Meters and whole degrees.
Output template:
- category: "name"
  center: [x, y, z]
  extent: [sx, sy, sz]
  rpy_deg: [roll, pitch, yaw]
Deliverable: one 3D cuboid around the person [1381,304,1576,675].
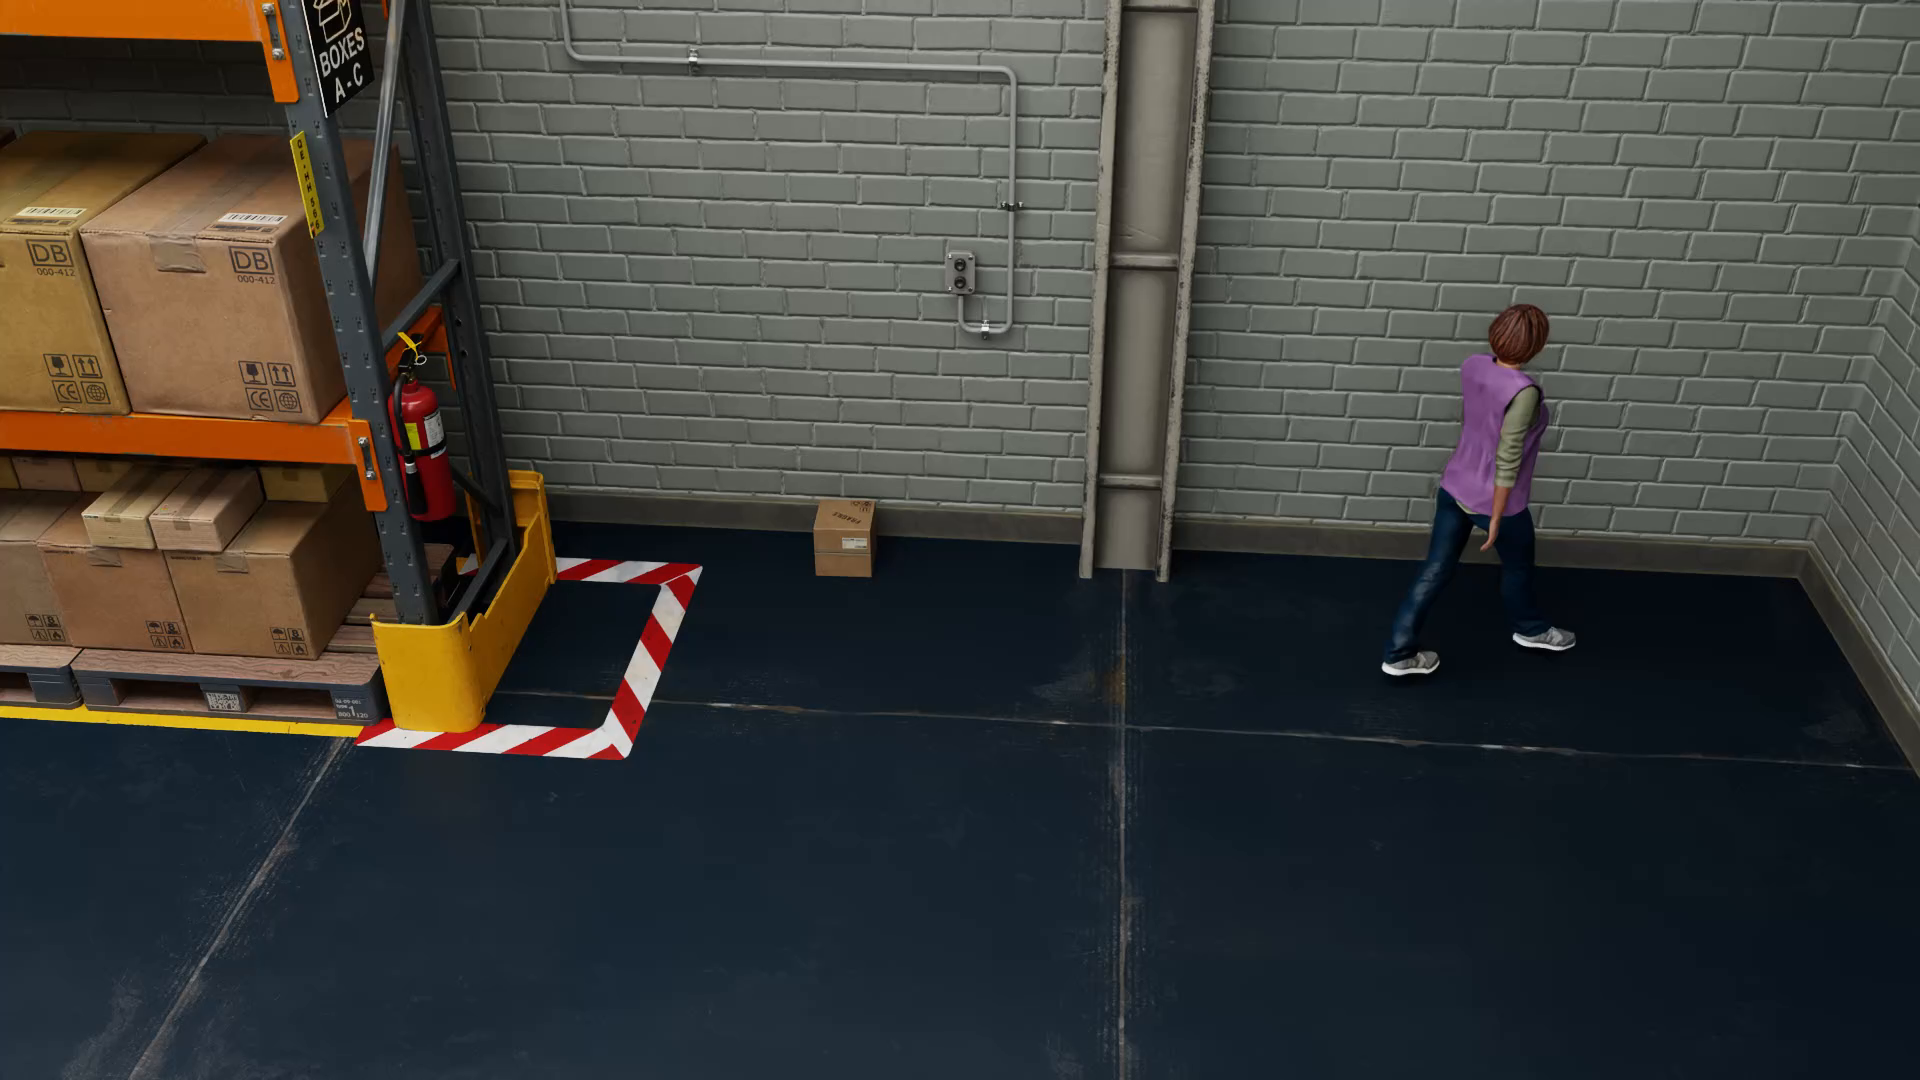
- category: "person"
  center: [2.069, -0.207, 6.451]
  extent: [0.894, 1.548, 0.440]
  rpy_deg: [-15, 35, -22]
